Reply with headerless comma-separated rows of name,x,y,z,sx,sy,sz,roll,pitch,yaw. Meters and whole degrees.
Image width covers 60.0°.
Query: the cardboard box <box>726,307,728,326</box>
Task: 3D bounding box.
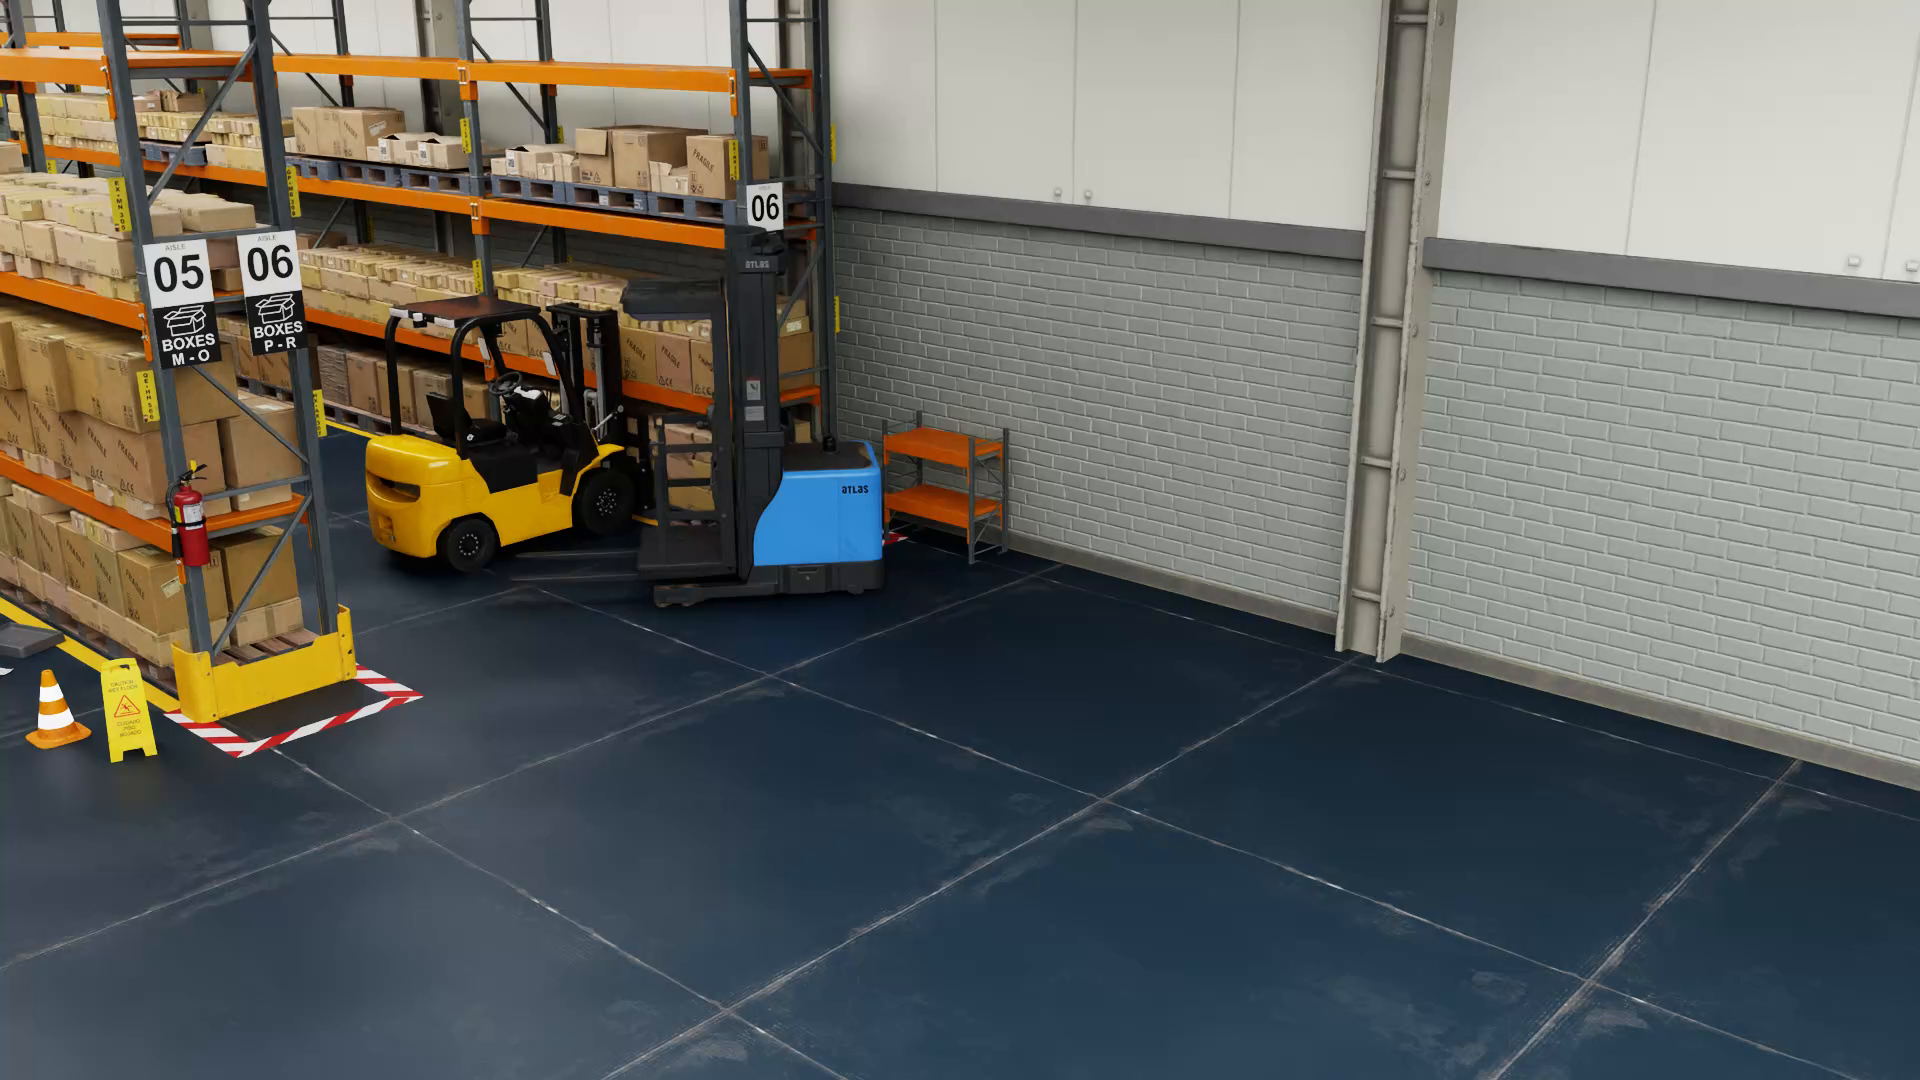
cardboard box,-1.908,-1.982,14.669,0.250,0.149,0.380,15,23,39

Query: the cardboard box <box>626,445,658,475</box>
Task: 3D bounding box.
cardboard box,-2.839,-0.816,15.750,0.500,0.250,0.500,14,23,38

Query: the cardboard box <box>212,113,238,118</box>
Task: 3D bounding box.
cardboard box,-9.241,-5.263,20.843,0.250,0.149,0.380,15,23,40

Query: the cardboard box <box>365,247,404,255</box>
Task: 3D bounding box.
cardboard box,-6.683,-3.310,19.345,0.250,0.149,0.380,15,23,39

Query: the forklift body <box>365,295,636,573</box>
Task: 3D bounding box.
forklift body,-4.129,-1.023,14.779,1.214,2.155,2.313,15,23,39

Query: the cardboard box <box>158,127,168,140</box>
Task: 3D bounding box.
cardboard box,-9.750,-5.072,20.732,0.250,0.149,0.380,15,23,39

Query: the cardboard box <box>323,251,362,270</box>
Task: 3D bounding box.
cardboard box,-7.031,-3.193,18.975,0.250,0.149,0.380,16,24,41

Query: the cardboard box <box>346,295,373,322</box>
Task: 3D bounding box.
cardboard box,-6.551,-2.646,18.738,0.500,0.250,0.500,14,22,38

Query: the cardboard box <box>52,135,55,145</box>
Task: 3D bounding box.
cardboard box,-12.444,-5.603,23.265,0.250,0.149,0.380,15,23,39

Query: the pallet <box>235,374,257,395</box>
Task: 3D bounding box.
pallet,-8.925,-2.140,21.506,1.213,0.211,1.003,15,23,39

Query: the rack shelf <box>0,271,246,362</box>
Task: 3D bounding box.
rack shelf,-6.288,-1.824,12.131,4.000,0.370,1.077,15,23,39

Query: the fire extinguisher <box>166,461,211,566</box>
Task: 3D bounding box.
fire extinguisher,-5.012,-0.171,10.821,0.183,0.674,0.296,15,23,39

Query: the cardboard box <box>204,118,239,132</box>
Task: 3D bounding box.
cardboard box,-8.907,-5.018,20.104,0.250,0.149,0.380,15,23,39

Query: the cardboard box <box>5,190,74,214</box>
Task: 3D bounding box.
cardboard box,-6.547,-2.398,11.848,0.250,0.149,0.380,16,23,40

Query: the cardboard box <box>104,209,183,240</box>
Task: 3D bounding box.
cardboard box,-5.241,-2.027,10.677,0.250,0.149,0.380,15,23,40

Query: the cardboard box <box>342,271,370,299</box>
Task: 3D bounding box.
cardboard box,-6.560,-2.878,18.643,0.500,0.250,0.500,14,23,38

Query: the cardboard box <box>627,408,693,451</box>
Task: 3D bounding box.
cardboard box,-2.821,-1.048,15.652,0.500,0.250,0.500,15,23,40

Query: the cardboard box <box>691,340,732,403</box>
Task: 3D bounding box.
cardboard box,-2.042,-1.546,14.860,0.500,0.500,0.500,14,23,38

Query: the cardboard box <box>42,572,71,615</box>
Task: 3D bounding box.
cardboard box,-6.716,0.362,12.864,0.500,0.250,0.500,15,23,39

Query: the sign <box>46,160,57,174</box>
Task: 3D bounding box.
sign,-7.429,-2.939,13.601,0.005,0.325,0.100,15,23,39

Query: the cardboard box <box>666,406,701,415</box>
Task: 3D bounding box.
cardboard box,-2.477,-1.167,16.029,0.500,0.250,0.500,15,23,39

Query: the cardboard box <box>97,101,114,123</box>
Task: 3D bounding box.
cardboard box,-11.012,-5.654,21.939,0.500,0.250,0.500,15,23,39

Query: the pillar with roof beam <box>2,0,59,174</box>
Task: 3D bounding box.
pillar with roof beam,-17.743,-7.303,23.246,0.400,9.000,9.100,15,23,39

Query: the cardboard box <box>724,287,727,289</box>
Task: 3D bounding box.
cardboard box,-2.378,-2.284,15.620,0.250,0.149,0.380,16,24,41

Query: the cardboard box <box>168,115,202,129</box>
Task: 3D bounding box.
cardboard box,-9.533,-5.166,20.536,0.250,0.149,0.380,15,23,40

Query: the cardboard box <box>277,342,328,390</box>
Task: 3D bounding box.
cardboard box,-7.942,-2.111,20.241,0.500,0.500,0.500,16,24,41

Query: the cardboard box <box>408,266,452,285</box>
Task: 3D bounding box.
cardboard box,-5.687,-2.836,17.851,0.250,0.149,0.380,14,23,38

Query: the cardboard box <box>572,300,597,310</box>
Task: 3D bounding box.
cardboard box,-3.489,-2.232,15.949,0.250,0.149,0.380,14,22,38

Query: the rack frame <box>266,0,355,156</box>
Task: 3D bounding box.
rack frame,-7.483,-5.925,18.905,0.127,3.000,1.000,15,23,39

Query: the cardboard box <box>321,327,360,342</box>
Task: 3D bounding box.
cardboard box,-7.667,-2.559,20.581,0.250,0.149,0.380,17,24,42

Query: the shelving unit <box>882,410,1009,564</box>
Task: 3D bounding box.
shelving unit,-0.135,-0.485,14.779,1.048,1.125,0.538,15,23,39

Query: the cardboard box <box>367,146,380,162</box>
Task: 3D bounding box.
cardboard box,-6.092,-4.127,17.755,0.250,0.149,0.380,15,23,39

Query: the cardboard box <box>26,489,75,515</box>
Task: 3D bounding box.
cardboard box,-6.879,-0.320,12.702,0.250,0.149,0.380,17,24,42

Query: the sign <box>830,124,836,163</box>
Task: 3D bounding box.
sign,-1.127,-3.468,14.545,0.005,0.325,0.100,15,23,39

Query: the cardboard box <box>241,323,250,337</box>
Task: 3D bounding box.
cardboard box,-8.767,-2.649,20.866,0.250,0.149,0.380,15,23,38

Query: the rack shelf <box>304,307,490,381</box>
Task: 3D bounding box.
rack shelf,-5.987,-2.321,18.656,4.000,0.370,1.077,15,23,39

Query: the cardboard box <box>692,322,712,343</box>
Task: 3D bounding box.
cardboard box,-2.156,-1.867,14.798,0.250,0.149,0.380,16,23,40

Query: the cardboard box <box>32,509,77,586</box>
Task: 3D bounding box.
cardboard box,-6.727,0.003,12.755,0.500,0.500,0.500,17,24,42

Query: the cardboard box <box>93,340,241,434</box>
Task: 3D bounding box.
cardboard box,-5.319,-1.055,11.166,0.500,0.500,0.700,14,23,38

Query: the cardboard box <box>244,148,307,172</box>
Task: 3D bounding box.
cardboard box,-8.028,-4.472,19.533,0.500,0.250,0.500,14,22,37

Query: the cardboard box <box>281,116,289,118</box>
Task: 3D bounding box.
cardboard box,-8.344,-5.095,20.345,0.250,0.149,0.380,15,23,39

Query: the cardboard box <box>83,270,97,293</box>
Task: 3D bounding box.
cardboard box,-5.628,-1.758,11.147,0.250,0.149,0.380,16,24,41

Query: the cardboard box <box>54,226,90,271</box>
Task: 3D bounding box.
cardboard box,-5.720,-1.982,11.195,0.500,0.250,0.500,15,23,39

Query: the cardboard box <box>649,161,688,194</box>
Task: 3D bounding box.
cardboard box,-2.511,-3.221,14.707,0.258,0.266,0.396,15,23,39

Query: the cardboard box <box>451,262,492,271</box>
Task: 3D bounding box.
cardboard box,-5.338,-2.957,18.232,0.250,0.149,0.380,15,23,39

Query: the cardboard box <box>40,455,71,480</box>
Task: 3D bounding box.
cardboard box,-6.603,-0.580,12.395,0.250,0.149,0.380,15,23,39

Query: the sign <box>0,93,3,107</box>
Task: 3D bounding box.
sign,-13.827,-6.395,23.901,0.005,0.325,0.100,15,23,39

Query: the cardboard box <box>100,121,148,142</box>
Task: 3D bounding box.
cardboard box,-11.002,-5.409,21.994,0.500,0.250,0.500,15,23,39

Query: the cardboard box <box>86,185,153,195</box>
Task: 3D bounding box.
cardboard box,-6.178,-2.525,12.247,0.250,0.149,0.380,15,23,40

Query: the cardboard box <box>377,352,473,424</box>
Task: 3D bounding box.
cardboard box,-6.028,-1.741,18.870,0.625,0.625,0.875,14,22,37

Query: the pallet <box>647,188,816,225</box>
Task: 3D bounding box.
pallet,-2.011,-2.995,14.777,1.213,0.211,1.003,15,23,39

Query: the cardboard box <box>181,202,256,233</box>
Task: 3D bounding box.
cardboard box,-4.922,-2.143,11.044,0.250,0.149,0.380,15,23,39

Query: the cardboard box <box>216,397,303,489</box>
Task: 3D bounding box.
cardboard box,-4.962,-0.683,11.648,0.500,0.500,0.500,15,23,38

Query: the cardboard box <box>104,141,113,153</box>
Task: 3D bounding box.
cardboard box,-11.121,-5.234,22.102,0.250,0.149,0.380,15,23,39

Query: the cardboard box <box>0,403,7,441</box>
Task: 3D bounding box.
cardboard box,-7.248,-1.081,12.903,0.500,0.500,0.500,15,23,39

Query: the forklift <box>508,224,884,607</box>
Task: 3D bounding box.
forklift,-2.183,-1.026,13.500,3.031,2.935,1.130,-2,18,-8

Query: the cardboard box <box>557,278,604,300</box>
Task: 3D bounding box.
cardboard box,-3.661,-2.428,16.073,0.250,0.149,0.380,15,23,38

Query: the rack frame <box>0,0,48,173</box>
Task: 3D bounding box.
rack frame,-7.783,-3.998,12.833,0.127,3.000,1.000,15,23,39
